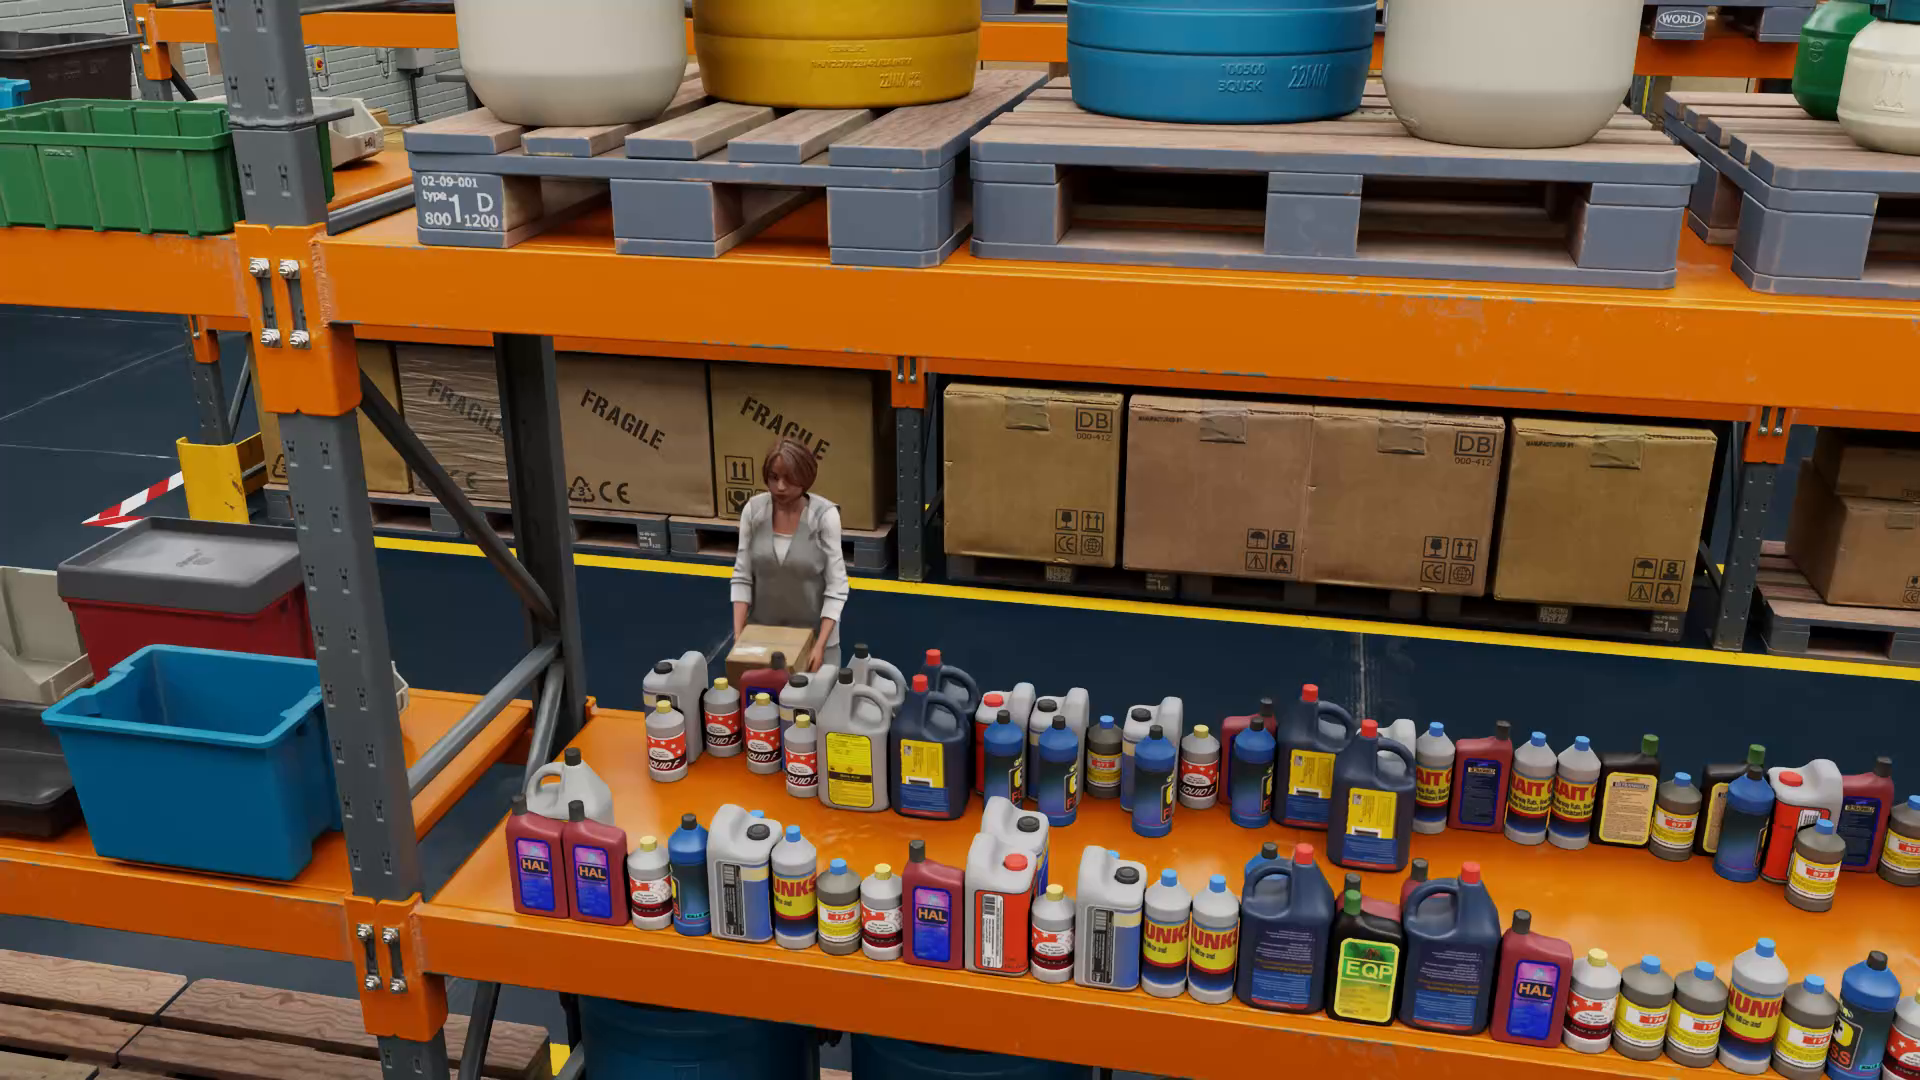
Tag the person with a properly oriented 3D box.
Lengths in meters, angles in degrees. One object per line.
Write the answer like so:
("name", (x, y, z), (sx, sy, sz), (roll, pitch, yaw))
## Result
("person", (-0.614, 0.396, 6.132), (0.463, 1.581, 0.344), (4, 22, 11))
